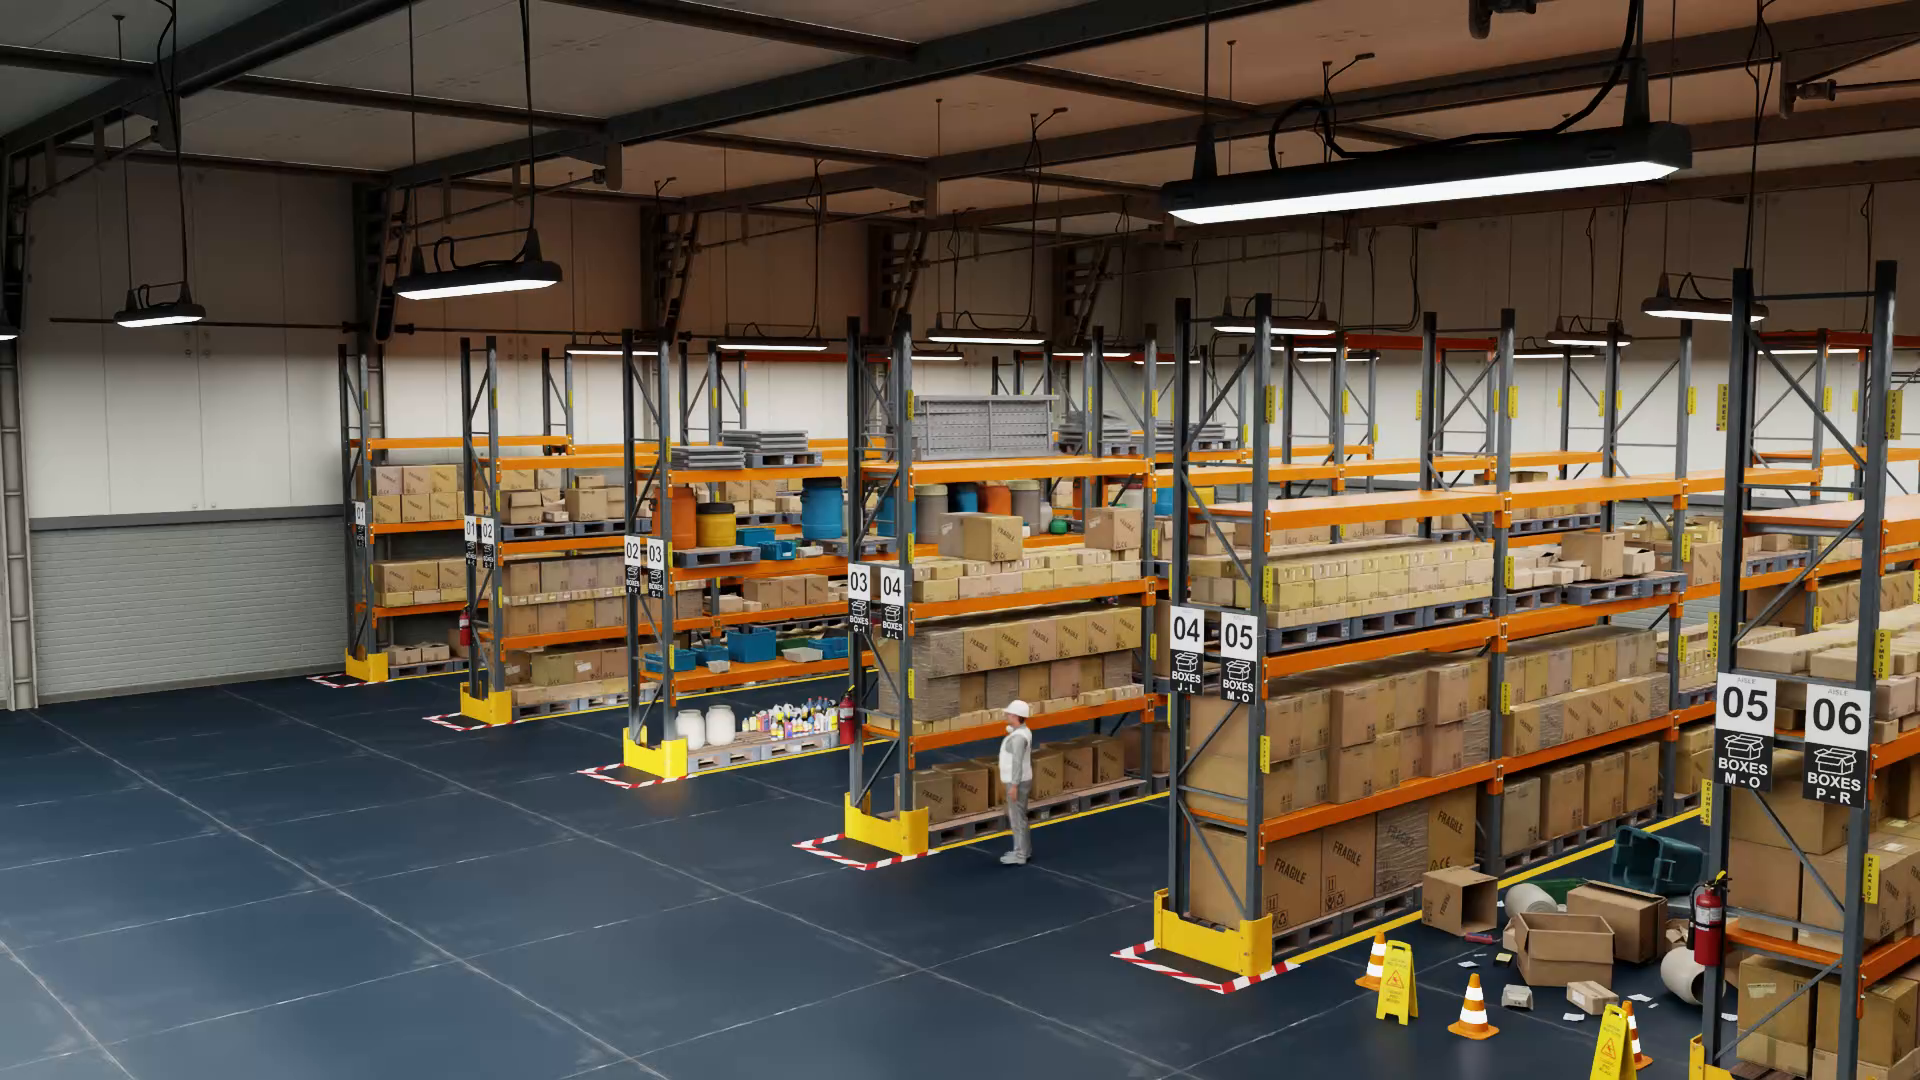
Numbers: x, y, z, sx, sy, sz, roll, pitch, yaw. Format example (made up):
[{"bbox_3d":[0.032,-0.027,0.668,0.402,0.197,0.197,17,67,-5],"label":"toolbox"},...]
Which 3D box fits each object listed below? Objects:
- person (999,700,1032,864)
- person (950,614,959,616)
[{"bbox_3d":[0.608,2.641,18.236,0.366,1.784,0.583,0,5,3],"label":"person"},{"bbox_3d":[-0.356,1.691,28.585,0.900,1.673,0.520,-3,6,-31],"label":"person"}]
